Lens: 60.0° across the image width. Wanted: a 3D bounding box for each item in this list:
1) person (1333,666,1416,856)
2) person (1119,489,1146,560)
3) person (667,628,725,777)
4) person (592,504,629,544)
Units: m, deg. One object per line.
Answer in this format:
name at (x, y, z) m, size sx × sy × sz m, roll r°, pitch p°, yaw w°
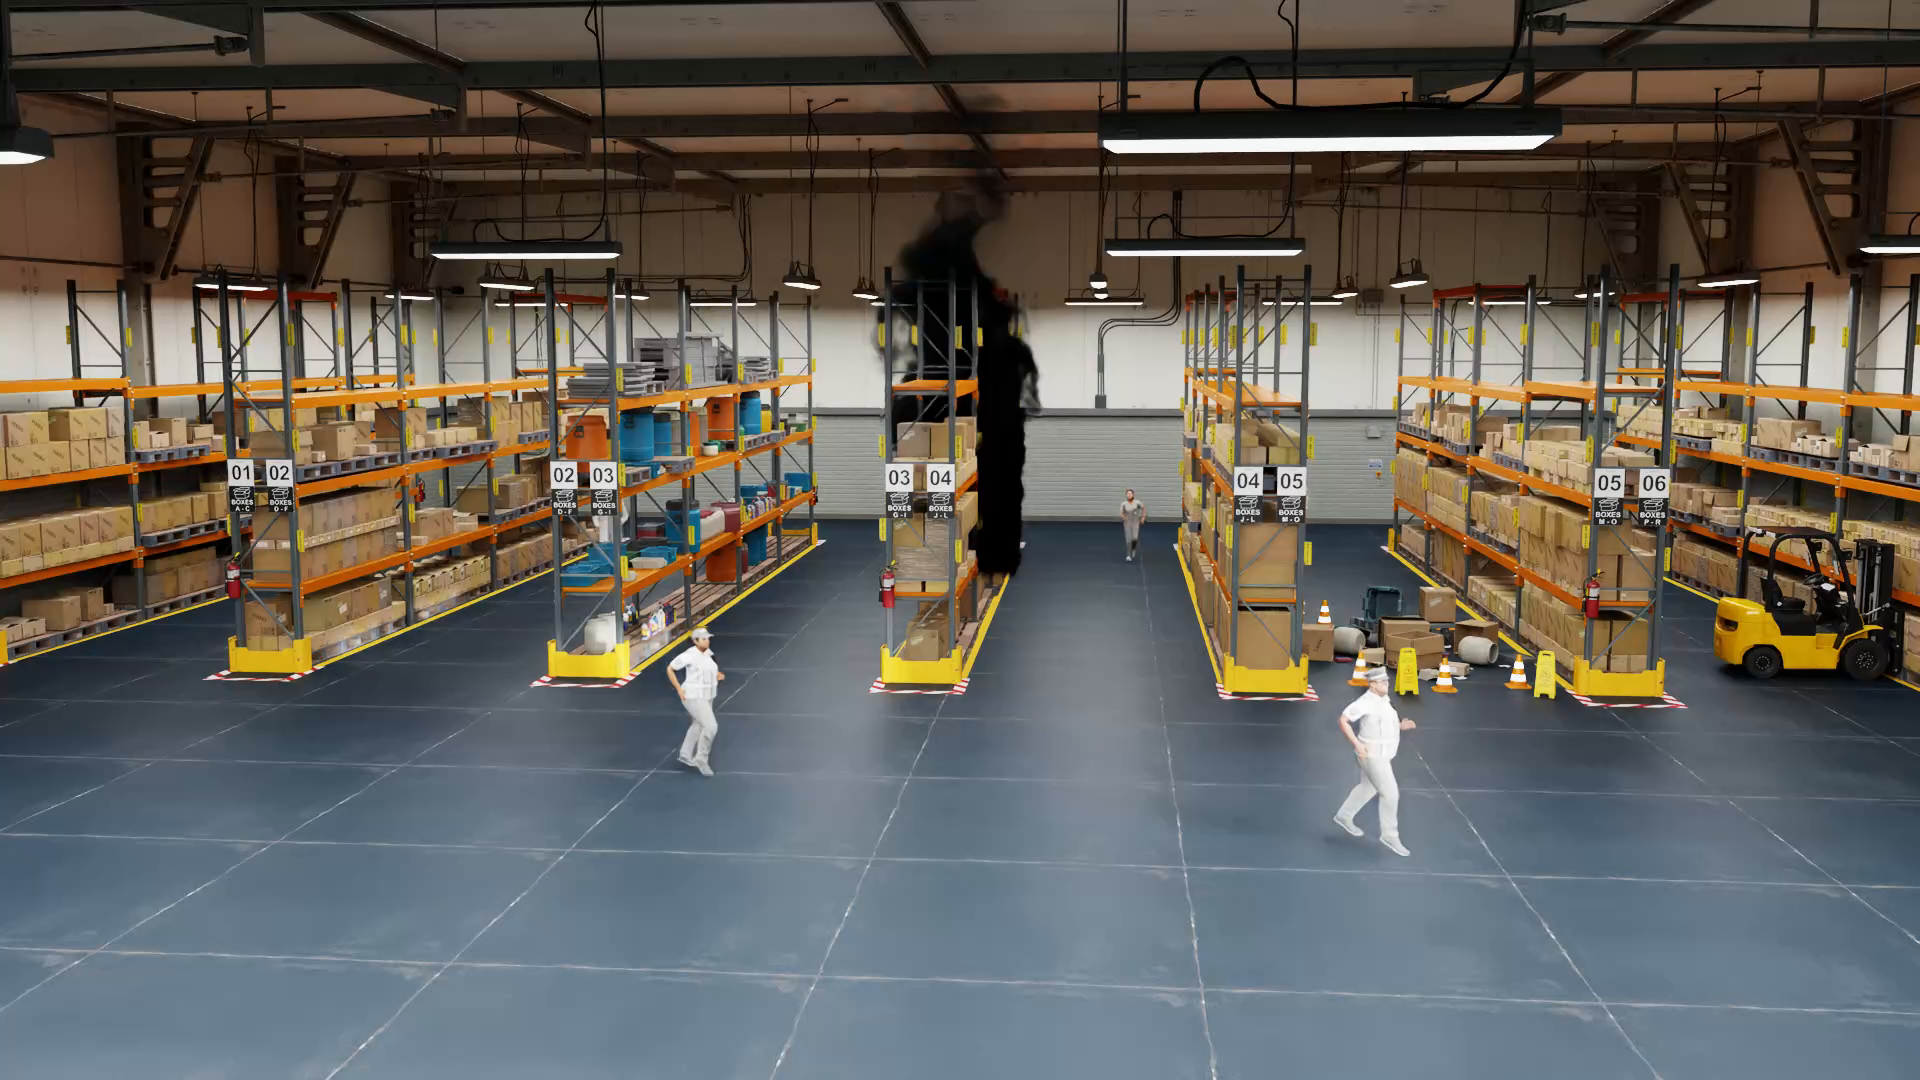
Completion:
person at (4.075, 2.141, 16.376) m, size 0.837 × 1.834 × 0.640 m, roll 4°, pitch 8°, yaw 31°
person at (3.852, -0.328, 37.214) m, size 0.584 × 1.618 × 0.708 m, roll 1°, pitch 7°, yaw 10°
person at (-3.002, 1.859, 19.211) m, size 0.683 × 1.707 × 0.587 m, roll 3°, pitch 8°, yaw 25°
person at (-7.056, -0.157, 33.598) m, size 0.726 × 1.734 × 0.702 m, roll -2°, pitch 7°, yaw -12°
